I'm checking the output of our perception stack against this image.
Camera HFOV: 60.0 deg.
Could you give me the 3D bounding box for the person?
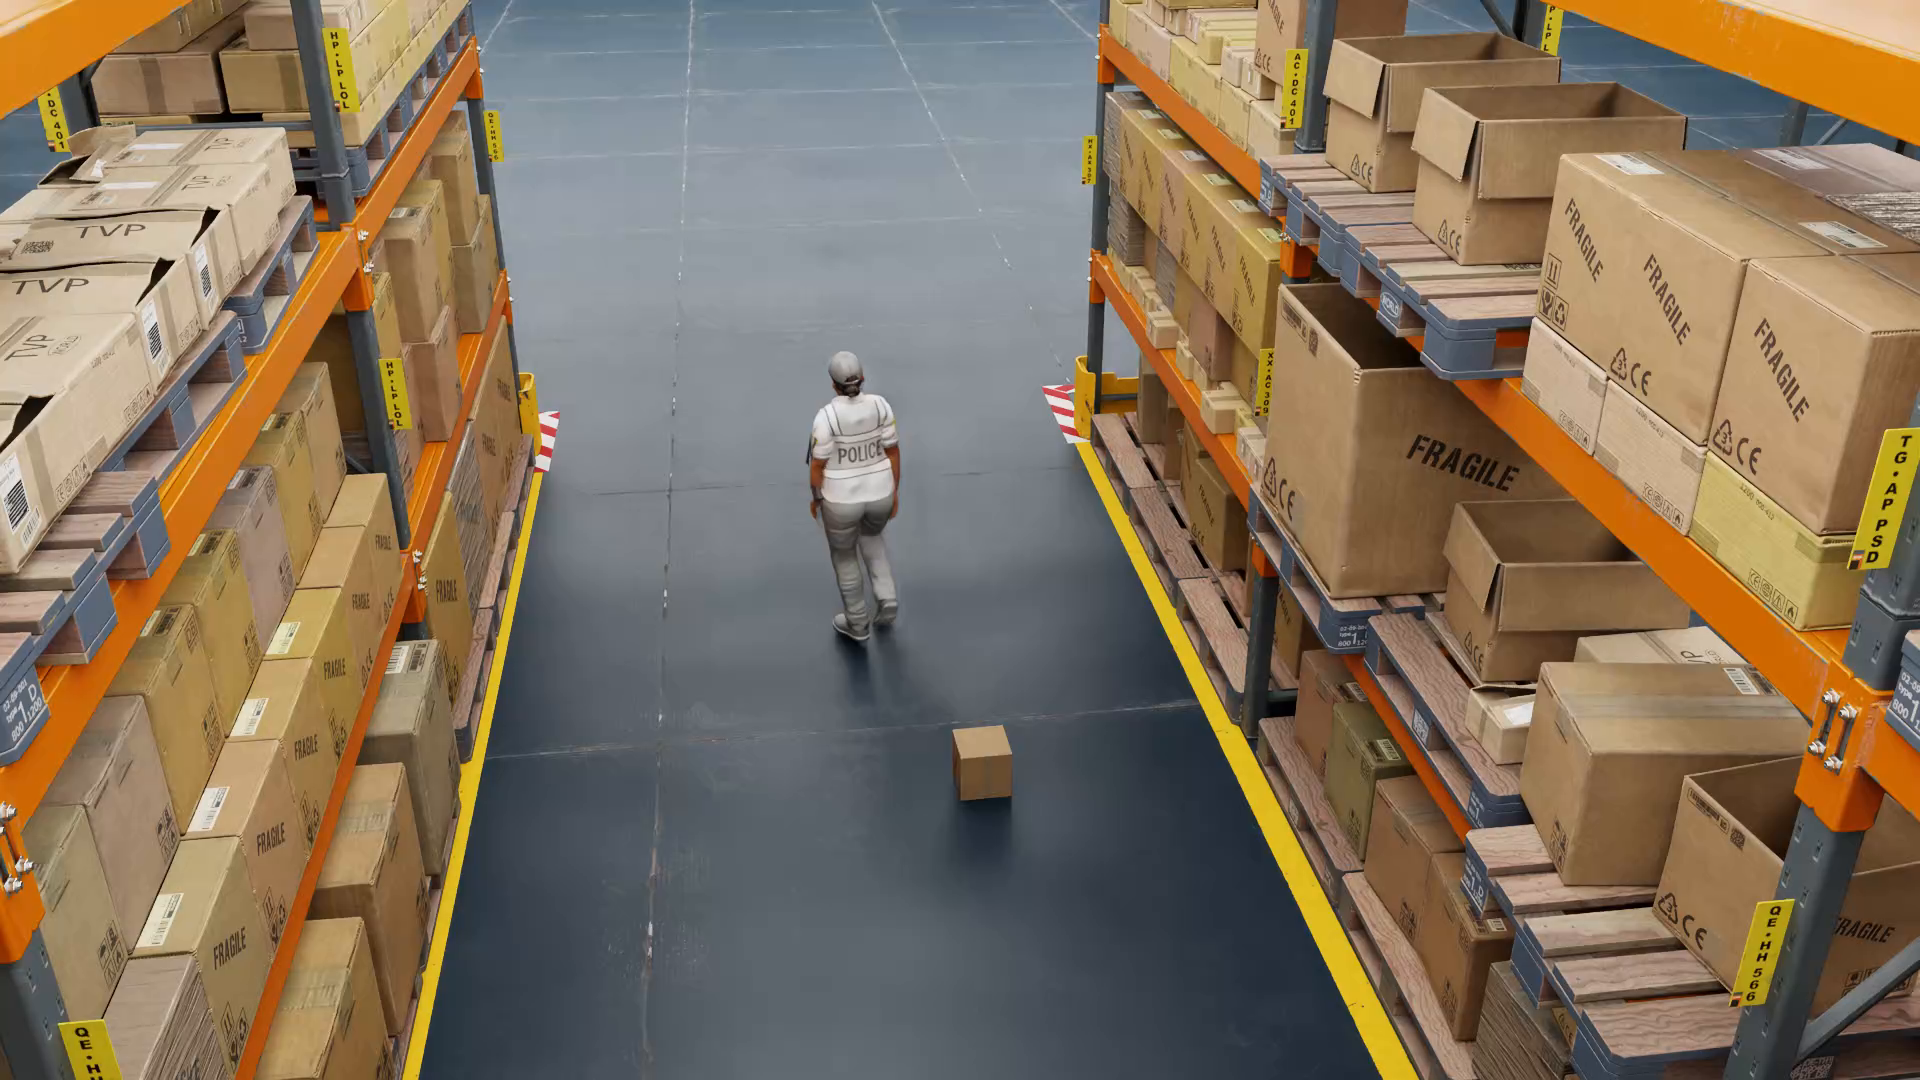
[{"bbox_3d":[-0.582,-0.233,9.038,0.486,1.680,0.442,-15,31,-27],"label":"person"}]
